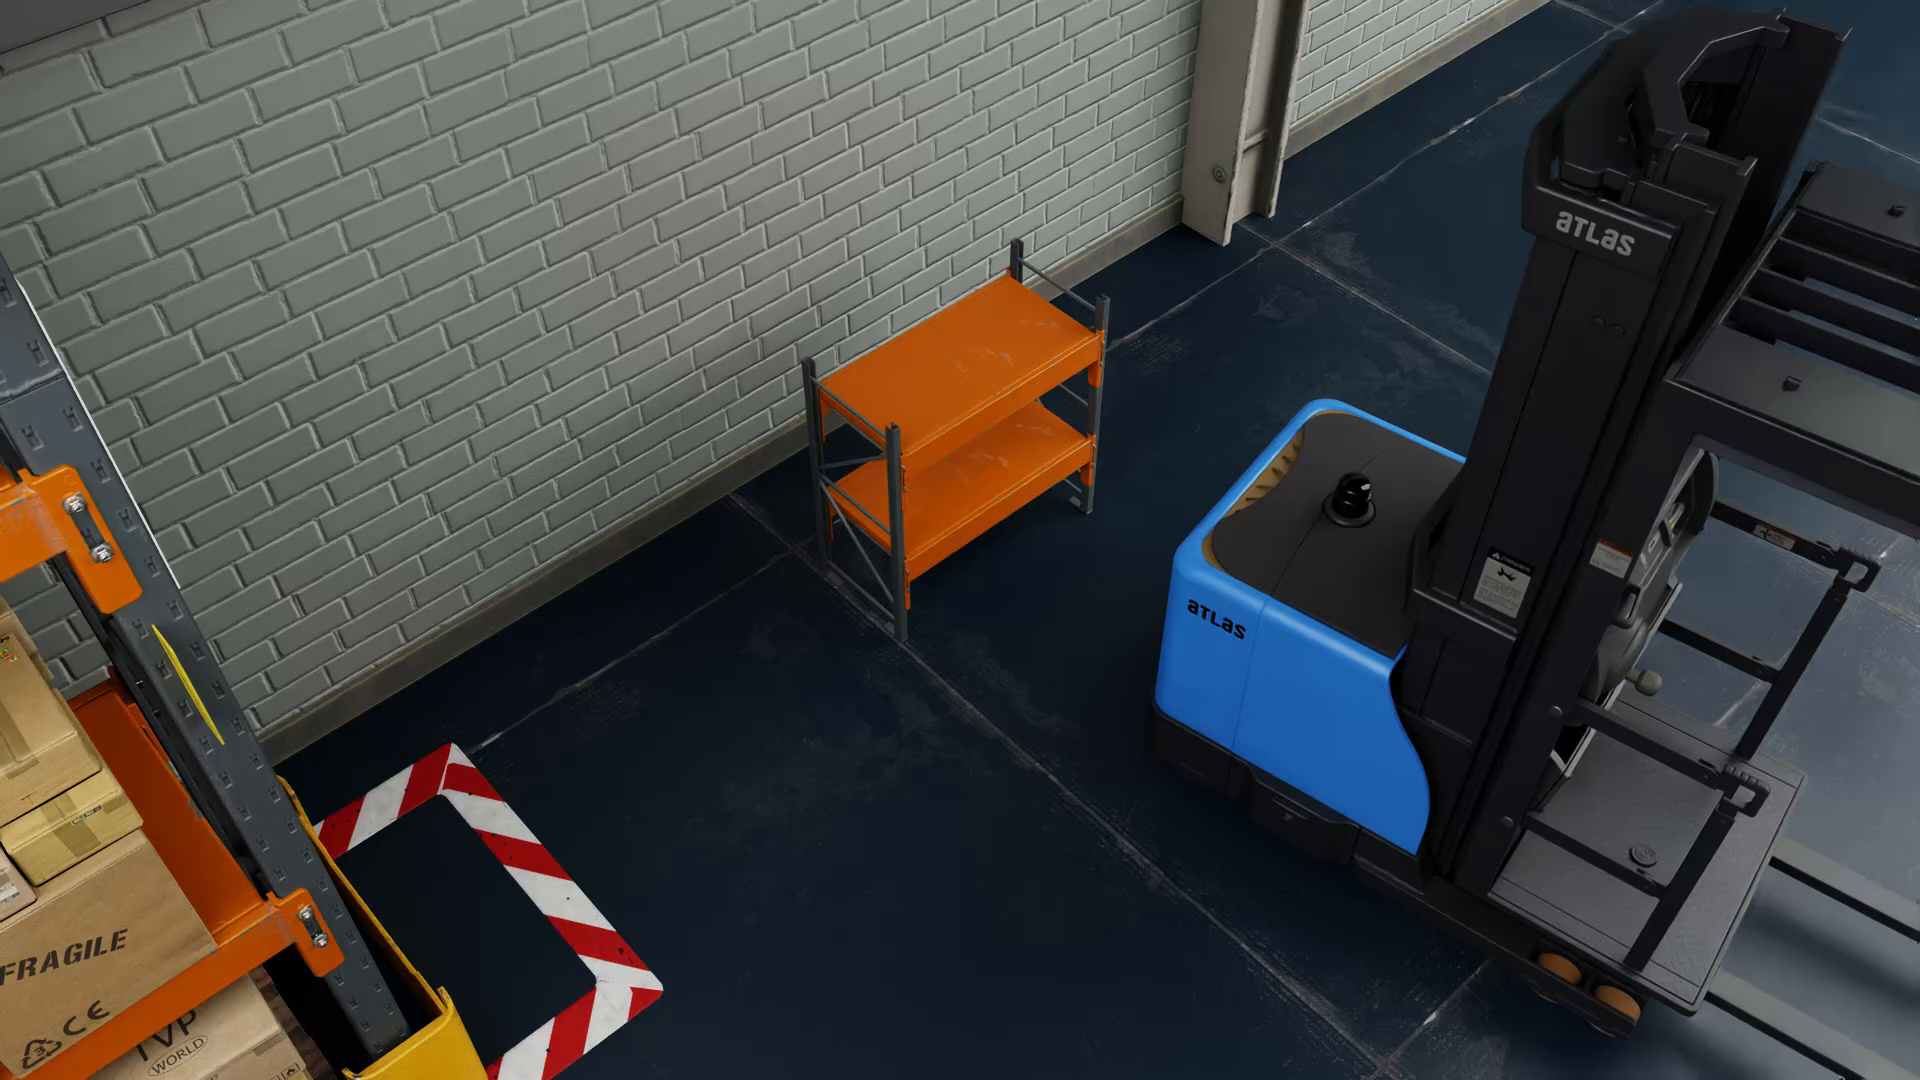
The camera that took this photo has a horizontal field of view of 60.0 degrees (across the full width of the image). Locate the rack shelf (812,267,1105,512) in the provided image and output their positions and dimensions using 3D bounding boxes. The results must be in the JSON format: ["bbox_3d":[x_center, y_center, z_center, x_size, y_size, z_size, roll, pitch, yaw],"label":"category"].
[{"bbox_3d":[-0.005,-0.577,6.172,1.000,0.278,0.538,-34,56,-27],"label":"rack shelf"}]

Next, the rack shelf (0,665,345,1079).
[{"bbox_3d":[-3.471,1.713,3.671,4.000,0.370,1.077,-34,56,-27],"label":"rack shelf"}]

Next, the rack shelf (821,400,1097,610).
[{"bbox_3d":[-0.005,-0.212,6.566,1.000,0.278,0.538,-34,56,-27],"label":"rack shelf"}]

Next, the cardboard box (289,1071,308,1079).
[{"bbox_3d":[-2.141,1.512,4.613,0.500,0.250,0.500,-34,56,-28],"label":"cardboard box"}]

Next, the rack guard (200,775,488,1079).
[{"bbox_3d":[-1.974,1.316,5.249,0.348,0.500,1.175,-34,56,-27],"label":"rack guard"}]

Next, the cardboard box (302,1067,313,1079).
[{"bbox_3d":[-2.126,1.675,4.802,0.500,0.250,0.500,-33,56,-27],"label":"cardboard box"}]

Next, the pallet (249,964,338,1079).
[{"bbox_3d":[-2.529,1.827,4.974,1.213,0.211,1.003,-34,56,-27],"label":"pallet"}]

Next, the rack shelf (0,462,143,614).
[{"bbox_3d":[-3.471,0.696,2.569,4.000,0.370,1.077,-34,56,-27],"label":"rack shelf"}]

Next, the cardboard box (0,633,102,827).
[{"bbox_3d":[-2.115,0.417,3.665,0.250,0.149,0.380,-34,56,-27],"label":"cardboard box"}]

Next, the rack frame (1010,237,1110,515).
[{"bbox_3d":[0.371,-0.629,6.619,0.032,1.125,0.500,-34,56,-27],"label":"rack frame"}]

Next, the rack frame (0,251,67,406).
[{"bbox_3d":[-1.991,-1.554,2.114,0.127,3.000,1.000,-34,56,-27],"label":"rack frame"}]

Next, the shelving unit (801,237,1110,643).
[{"bbox_3d":[-0.005,-0.378,6.387,1.048,1.125,0.538,-34,56,-27],"label":"shelving unit"}]

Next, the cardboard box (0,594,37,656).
[{"bbox_3d":[-2.384,0.176,3.888,0.250,0.149,0.380,-35,56,-28],"label":"cardboard box"}]

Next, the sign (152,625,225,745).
[{"bbox_3d":[-1.637,0.309,3.528,0.005,0.325,0.100,-34,56,-27],"label":"sign"}]

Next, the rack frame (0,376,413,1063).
[{"bbox_3d":[-1.991,0.480,4.319,0.127,3.000,1.000,-34,56,-27],"label":"rack frame"}]

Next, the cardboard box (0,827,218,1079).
[{"bbox_3d":[-2.179,0.833,3.926,0.500,0.500,0.500,-35,56,-28],"label":"cardboard box"}]

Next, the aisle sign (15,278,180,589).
[{"bbox_3d":[-1.745,-0.274,3.246,0.004,0.787,0.394,-34,56,-27],"label":"aisle sign"}]

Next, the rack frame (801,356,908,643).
[{"bbox_3d":[-0.381,-0.127,6.155,0.032,1.125,0.500,-34,56,-27],"label":"rack frame"}]

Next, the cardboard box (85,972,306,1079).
[{"bbox_3d":[-2.122,1.329,4.441,0.500,0.250,0.500,-32,55,-26],"label":"cardboard box"}]

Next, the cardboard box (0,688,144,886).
[{"bbox_3d":[-2.059,0.550,3.745,0.250,0.149,0.380,-33,55,-27],"label":"cardboard box"}]

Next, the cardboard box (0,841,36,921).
[{"bbox_3d":[-2.228,0.693,3.614,0.250,0.149,0.380,-33,55,-27],"label":"cardboard box"}]

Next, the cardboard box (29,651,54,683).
[{"bbox_3d":[-2.417,0.253,4.019,0.250,0.149,0.380,-35,56,-28],"label":"cardboard box"}]

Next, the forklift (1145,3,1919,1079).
[{"bbox_3d":[2.156,0.146,4.674,3.031,2.935,1.130,29,54,24],"label":"forklift"}]

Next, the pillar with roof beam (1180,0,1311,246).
[{"bbox_3d":[4.223,-2.325,2.826,0.400,9.000,9.100,-34,56,-27],"label":"pillar with roof beam"}]
